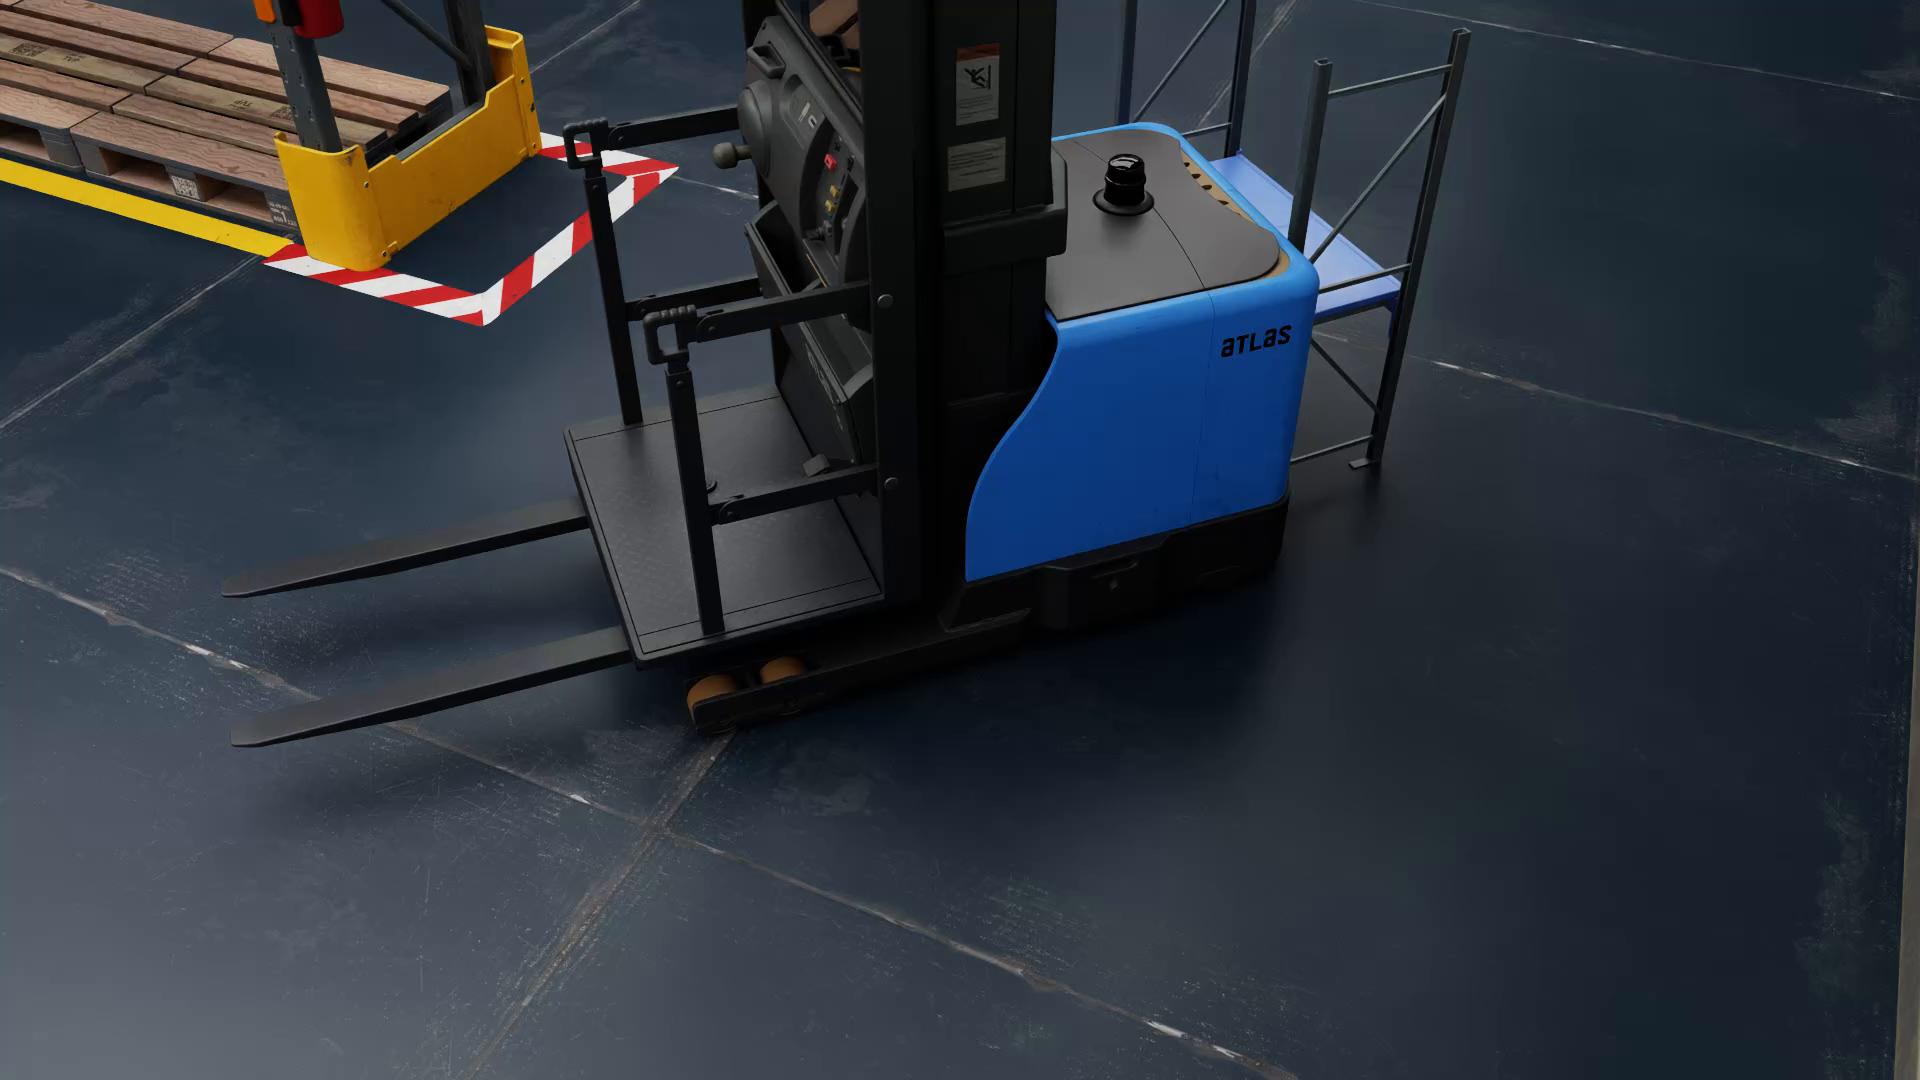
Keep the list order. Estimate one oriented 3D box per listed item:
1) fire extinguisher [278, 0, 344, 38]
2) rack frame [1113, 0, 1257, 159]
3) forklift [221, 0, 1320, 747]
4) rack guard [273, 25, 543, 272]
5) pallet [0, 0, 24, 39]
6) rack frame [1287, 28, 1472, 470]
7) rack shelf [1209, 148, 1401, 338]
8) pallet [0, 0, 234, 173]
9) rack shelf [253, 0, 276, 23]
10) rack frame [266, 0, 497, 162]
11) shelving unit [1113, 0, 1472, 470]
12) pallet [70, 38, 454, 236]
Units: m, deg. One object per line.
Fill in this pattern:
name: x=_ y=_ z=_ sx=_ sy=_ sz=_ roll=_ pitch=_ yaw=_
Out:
fire extinguisher: x=-2.275 y=-2.071 z=5.692 sx=0.183 sy=0.674 sz=0.296 roll=17 pitch=44 yaw=19
rack frame: x=0.745 y=-1.374 z=5.690 sx=0.500 sy=1.500 sz=0.032 roll=-17 pitch=44 yaw=-19
forklift: x=-0.585 y=-0.962 z=4.123 sx=3.031 sy=2.935 sz=1.130 roll=-14 pitch=43 yaw=-16
rack guard: x=-2.192 y=-1.609 z=6.724 sx=0.348 sy=0.500 sz=1.175 roll=17 pitch=44 yaw=19
pallet: x=-5.161 y=-2.426 z=7.887 sx=1.213 sy=0.211 sz=1.003 roll=17 pitch=44 yaw=19
rack frame: x=1.175 y=-0.771 z=4.994 sx=0.500 sy=1.500 sz=0.032 roll=-17 pitch=44 yaw=-19
rack shelf: x=0.960 y=-0.936 z=5.460 sx=0.538 sy=0.185 sz=1.000 roll=-17 pitch=44 yaw=-19
pallet: x=-4.052 y=-2.089 z=7.498 sx=1.213 sy=0.211 sz=1.003 roll=17 pitch=44 yaw=19
rack shelf: x=-4.032 y=-2.834 z=6.779 sx=4.000 sy=0.370 sz=1.077 roll=17 pitch=44 yaw=19
rack frame: x=-2.219 y=-2.552 z=5.904 sx=0.127 sy=3.000 sz=1.000 roll=17 pitch=44 yaw=19
shelving unit: x=0.960 y=-1.072 z=5.342 sx=0.538 sy=1.500 sz=1.048 roll=-17 pitch=44 yaw=-19
pallet: x=-2.950 y=-1.750 z=7.108 sx=1.213 sy=0.211 sz=1.003 roll=17 pitch=44 yaw=19
